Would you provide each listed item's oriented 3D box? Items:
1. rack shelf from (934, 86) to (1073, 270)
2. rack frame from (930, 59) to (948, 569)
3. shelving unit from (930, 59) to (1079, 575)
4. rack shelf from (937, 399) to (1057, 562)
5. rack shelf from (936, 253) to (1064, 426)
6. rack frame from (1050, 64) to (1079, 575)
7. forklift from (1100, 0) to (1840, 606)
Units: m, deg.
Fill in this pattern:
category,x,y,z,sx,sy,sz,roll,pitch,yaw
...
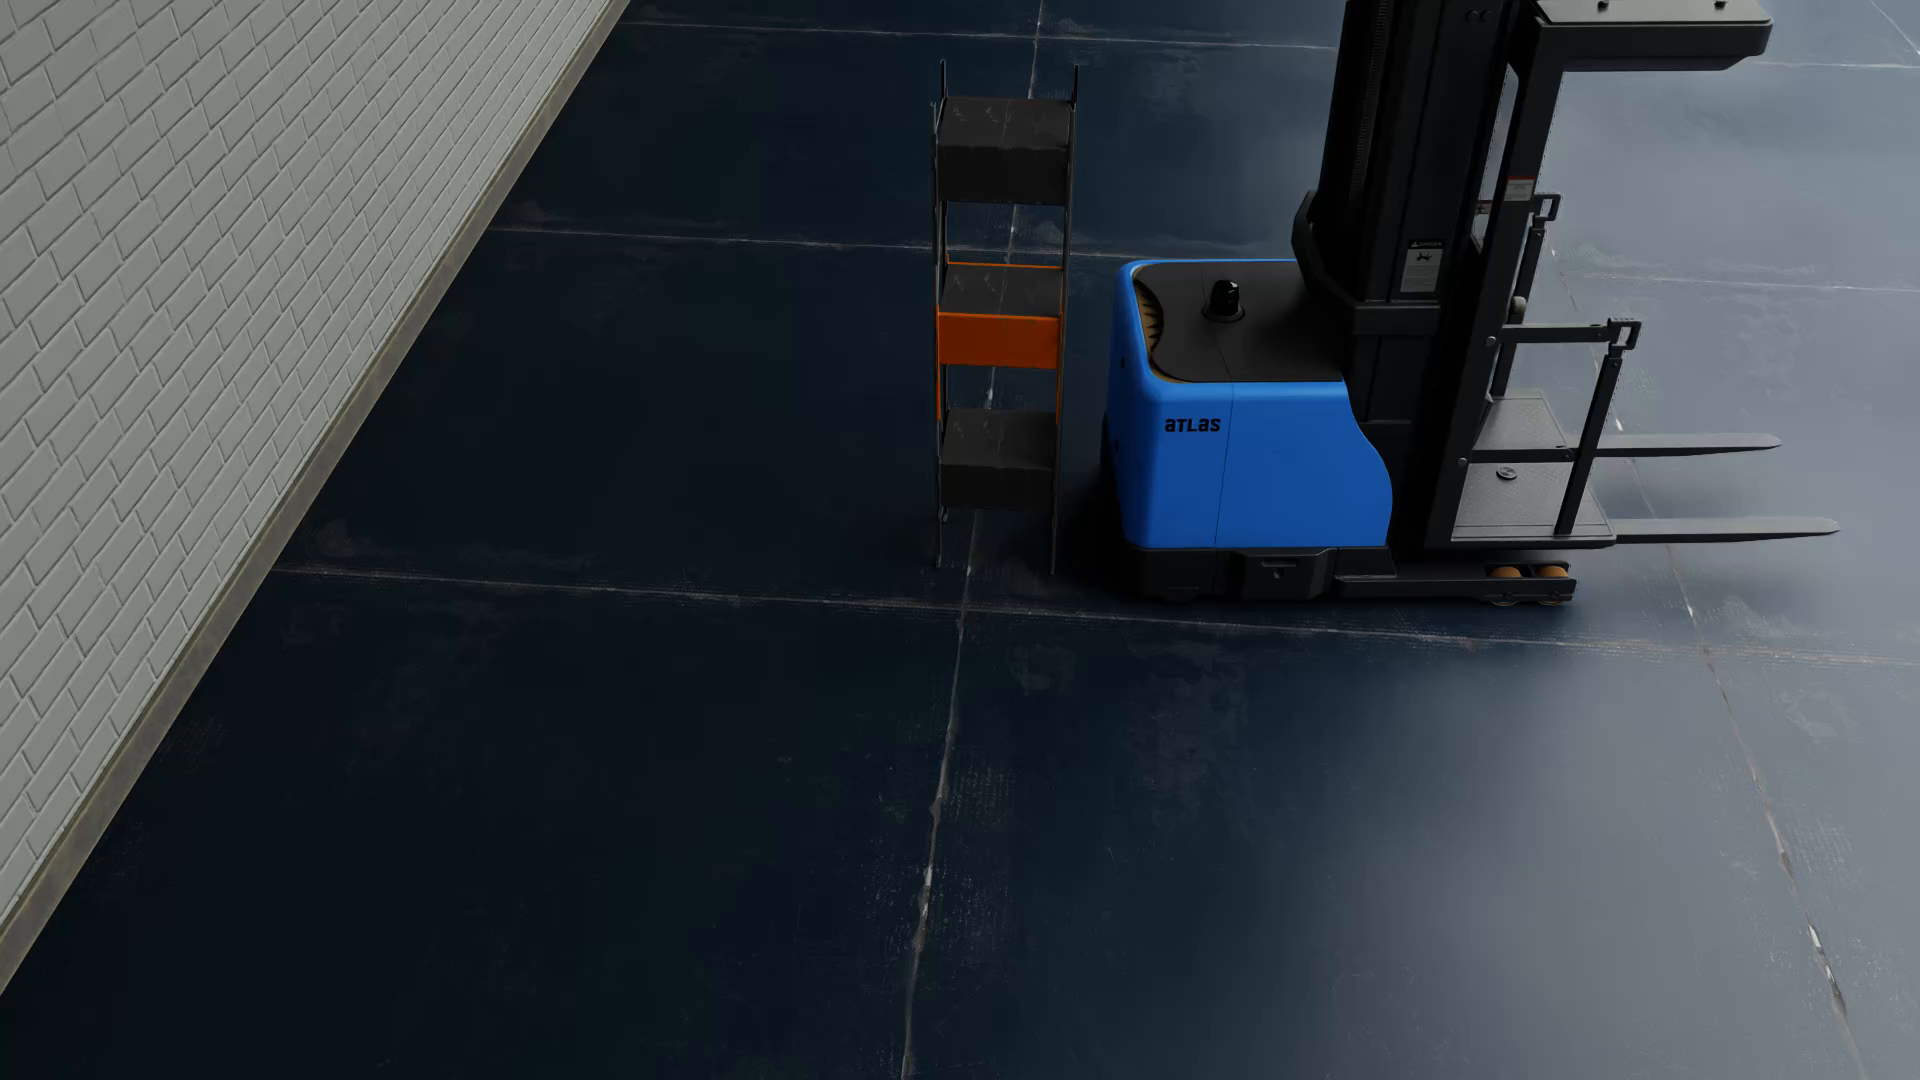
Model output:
category,x,y,z,sx,sy,sz,roll,pitch,yaw
rack shelf,0.165,-1.338,6.143,0.480,0.518,0.431,3,39,4
rack frame,-0.078,-0.819,6.592,0.015,2.100,0.400,3,39,4
shelving unit,0.165,-0.805,6.576,0.503,2.100,0.431,3,39,4
rack shelf,0.165,-0.252,7.027,0.480,0.518,0.431,3,39,4
rack shelf,0.165,-0.795,6.585,0.480,0.518,0.431,3,39,4
rack frame,0.408,-0.792,6.560,0.015,2.100,0.400,3,39,4
forklift,2.162,-1.198,6.401,3.031,2.935,1.130,-1,39,-1
